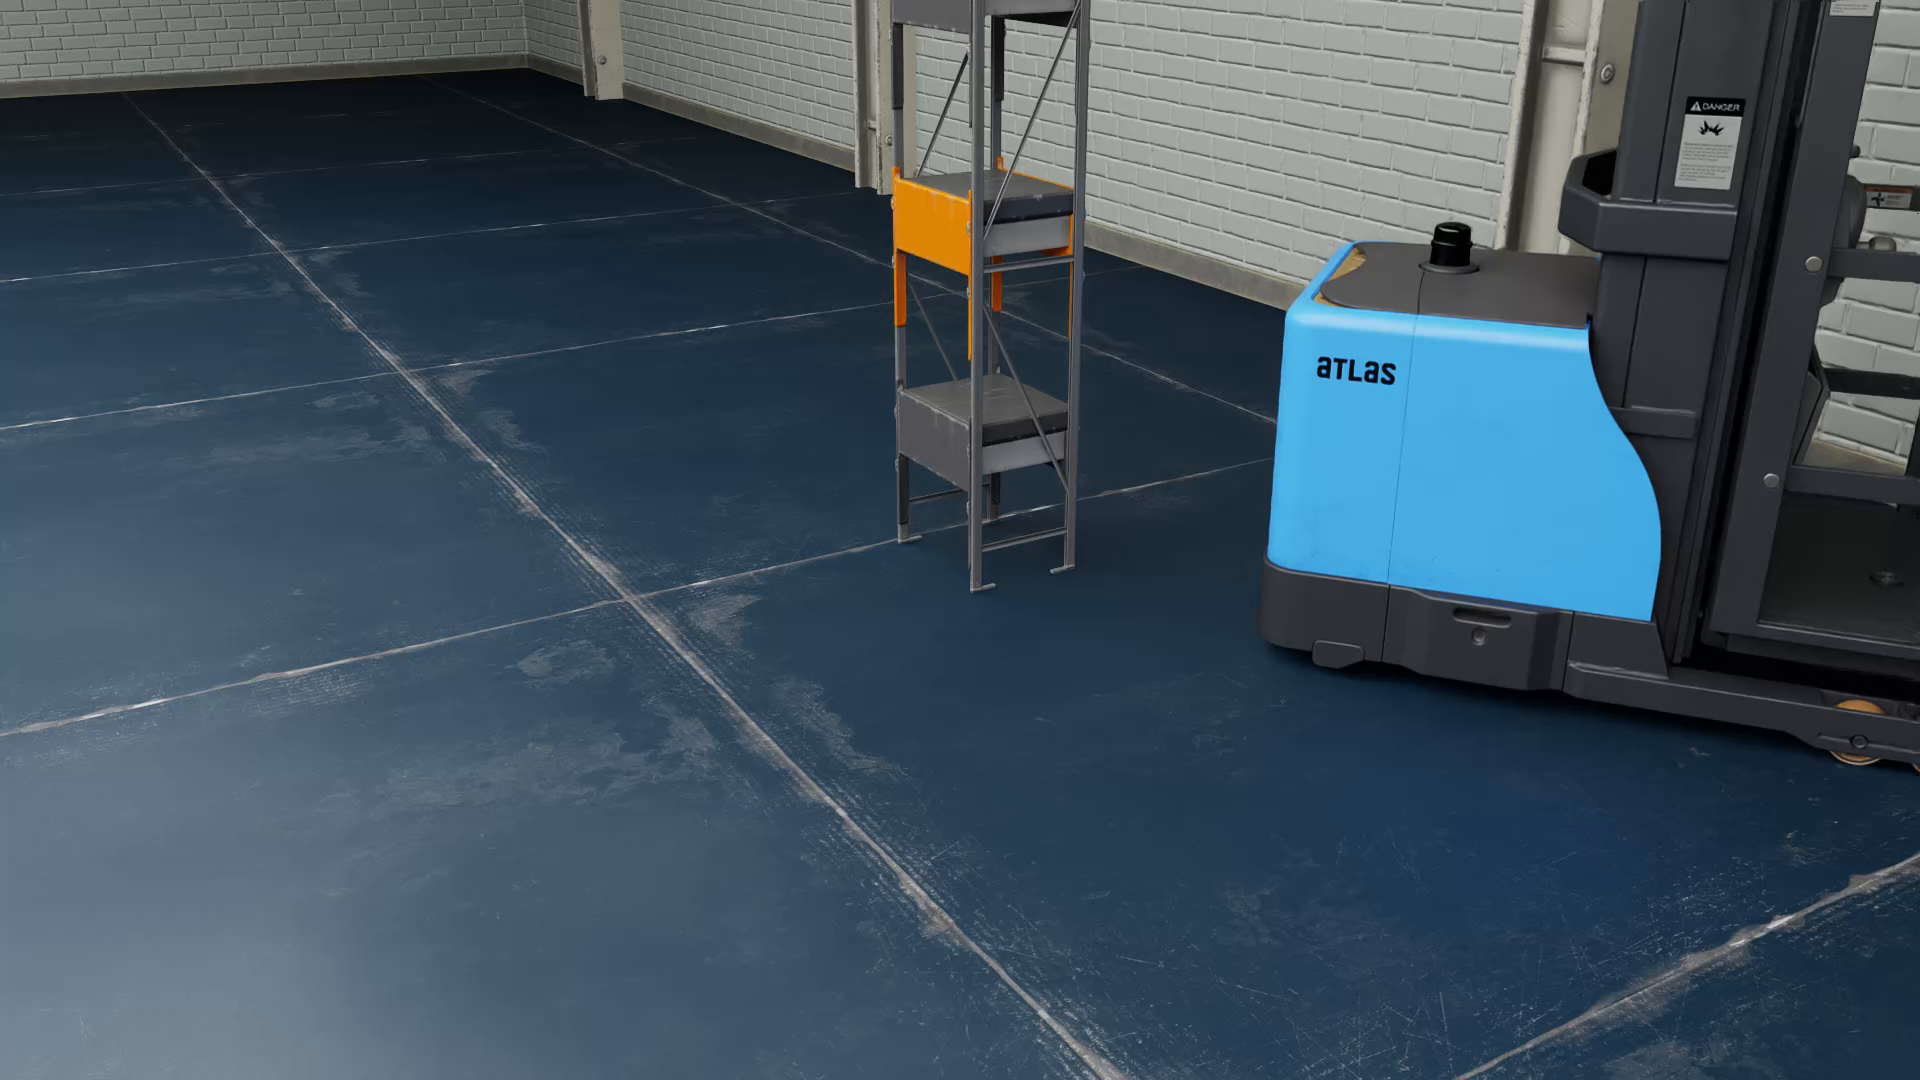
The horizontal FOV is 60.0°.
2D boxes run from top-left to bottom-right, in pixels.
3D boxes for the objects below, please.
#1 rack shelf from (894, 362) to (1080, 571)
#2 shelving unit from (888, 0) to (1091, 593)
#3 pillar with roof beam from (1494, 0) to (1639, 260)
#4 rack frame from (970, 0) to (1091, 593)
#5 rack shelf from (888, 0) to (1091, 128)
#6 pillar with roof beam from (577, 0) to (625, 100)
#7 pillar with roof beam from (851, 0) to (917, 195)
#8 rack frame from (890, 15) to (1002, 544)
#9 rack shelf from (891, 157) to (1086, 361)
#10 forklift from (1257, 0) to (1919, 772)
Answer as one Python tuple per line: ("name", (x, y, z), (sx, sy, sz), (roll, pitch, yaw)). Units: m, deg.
("rack shelf", (0.085, -0.258, 5.553), (0.431, 0.518, 0.480), (-13, 25, -28))
("shelving unit", (0.085, -0.919, 5.284), (0.431, 2.100, 0.503), (-13, 25, -28))
("pillar with roof beam", (-1.172, -3.956, 3.594), (9.100, 9.000, 0.400), (-13, 25, -28))
("rack frame", (0.209, -0.840, 5.090), (0.400, 2.100, 0.015), (-13, 25, -28))
("rack shelf", (0.085, -1.555, 5.026), (0.431, 0.518, 0.480), (-13, 25, -28))
("pillar with roof beam", (-7.302, -7.841, 13.151), (9.100, 9.000, 0.400), (-13, 25, -28))
("pillar with roof beam", (-4.237, -5.898, 8.372), (9.100, 9.000, 0.400), (-13, 25, -28))
("rack frame", (-0.040, -0.998, 5.479), (0.400, 2.100, 0.015), (-13, 25, -28))
("rack shelf", (0.085, -0.906, 5.289), (0.431, 0.518, 0.480), (-13, 25, -28))
("forklift", (2.454, -0.968, 4.300), (3.031, 2.935, 1.130), (8, 24, 20))
